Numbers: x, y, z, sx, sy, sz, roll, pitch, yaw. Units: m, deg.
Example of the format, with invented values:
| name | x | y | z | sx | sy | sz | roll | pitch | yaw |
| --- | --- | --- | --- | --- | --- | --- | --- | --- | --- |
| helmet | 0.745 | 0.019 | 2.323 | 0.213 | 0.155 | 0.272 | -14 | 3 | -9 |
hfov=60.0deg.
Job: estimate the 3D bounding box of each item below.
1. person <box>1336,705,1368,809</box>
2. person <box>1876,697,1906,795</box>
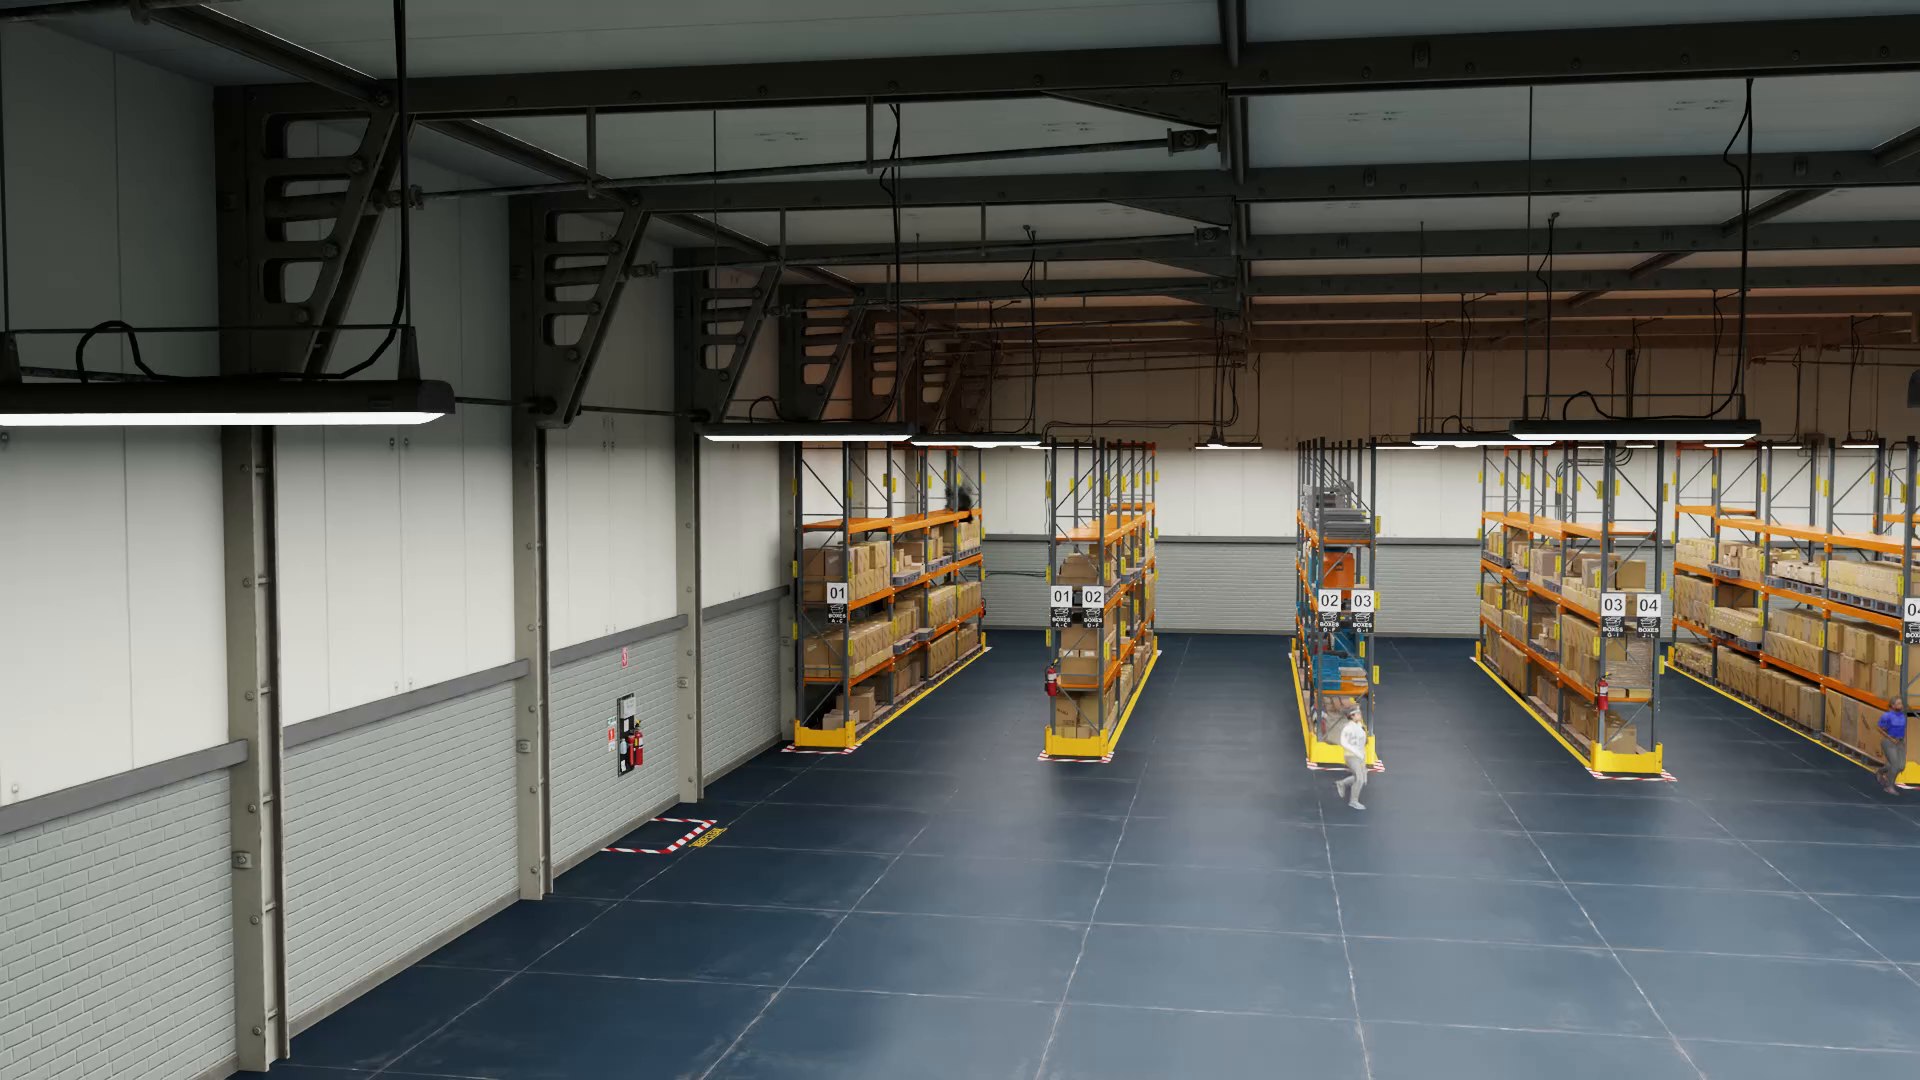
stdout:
| name | x | y | z | sx | sy | sz | roll | pitch | yaw |
| --- | --- | --- | --- | --- | --- | --- | --- | --- | --- |
| person | 6.323 | 3.482 | 26.823 | 0.559 | 1.666 | 0.646 | 2 | 4 | 39 |
| person | 15.704 | 3.456 | 28.022 | 0.603 | 1.613 | 0.571 | -1 | 3 | -19 |
